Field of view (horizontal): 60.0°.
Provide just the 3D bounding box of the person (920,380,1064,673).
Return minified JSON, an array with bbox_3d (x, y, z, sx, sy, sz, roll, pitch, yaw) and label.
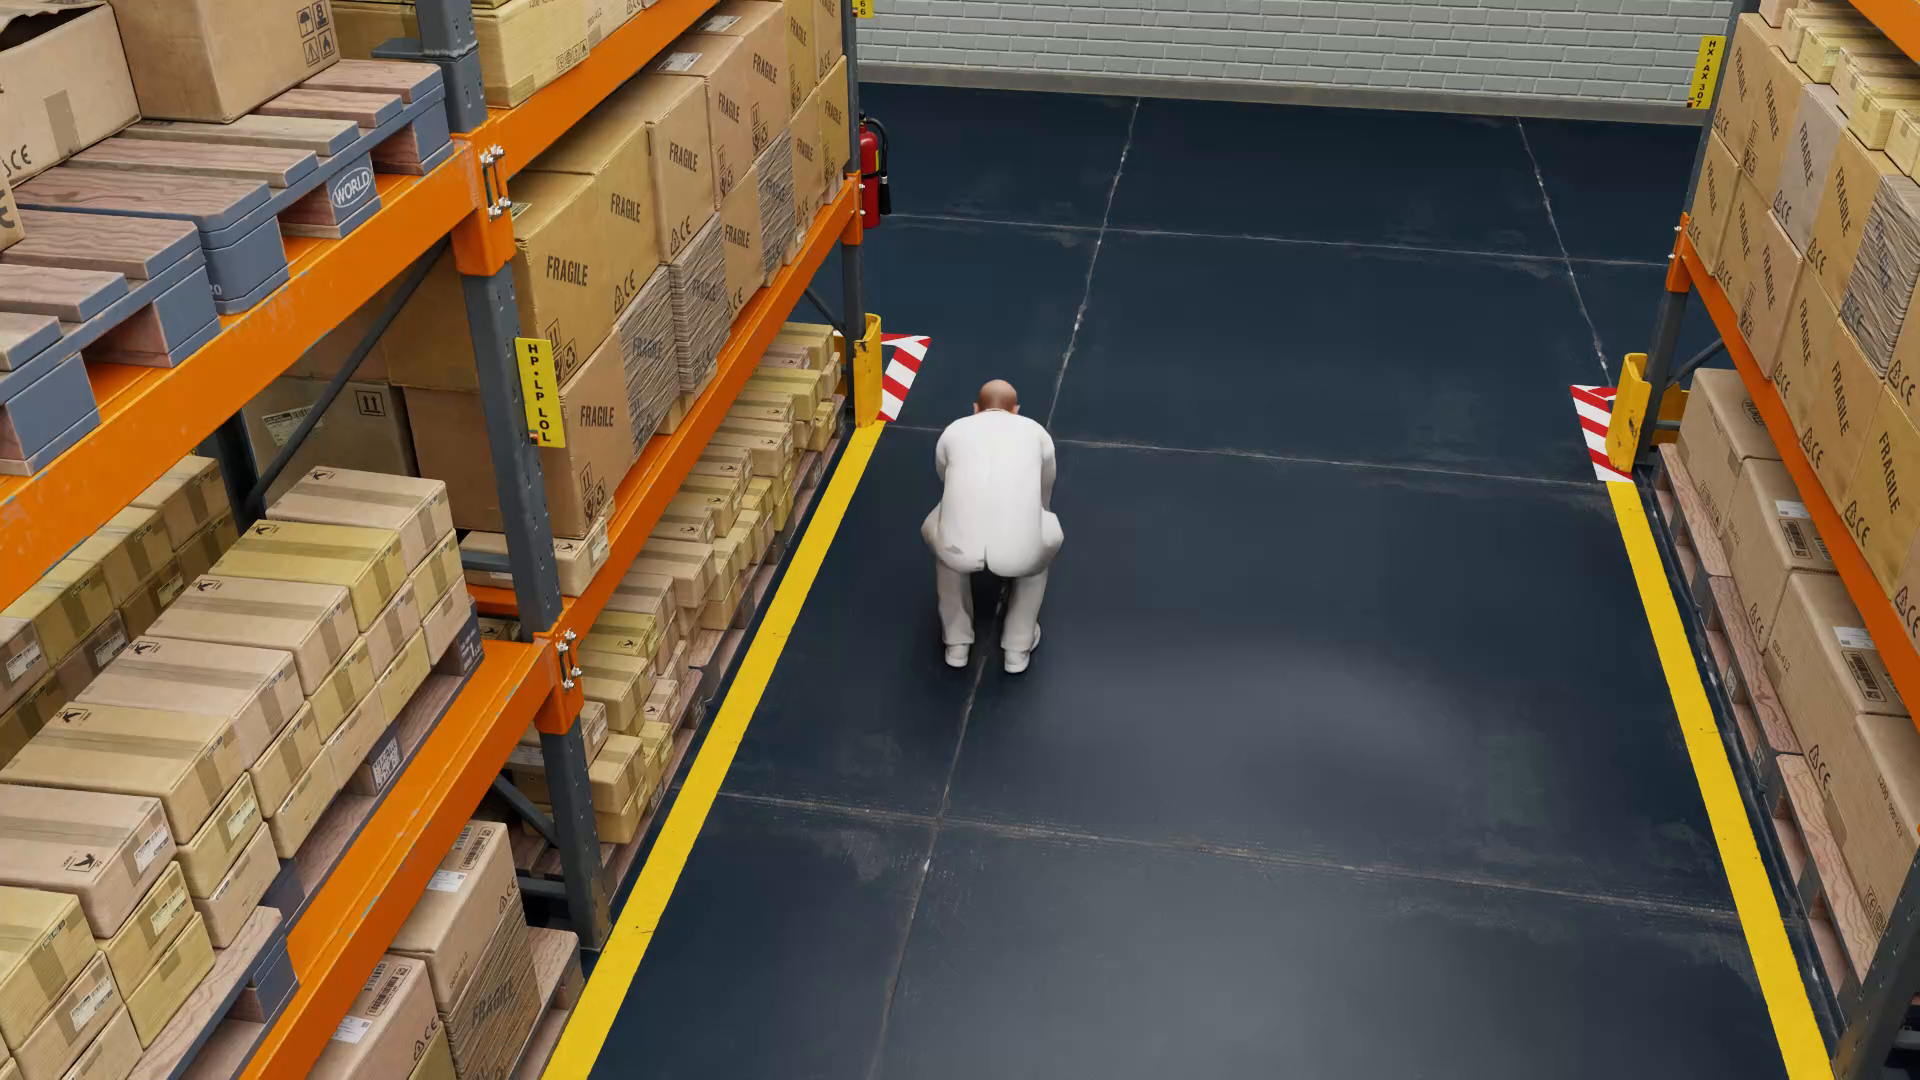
[{"bbox_3d":[0.145,-0.037,6.974,0.594,0.970,0.952,3,32,6],"label":"person"}]
